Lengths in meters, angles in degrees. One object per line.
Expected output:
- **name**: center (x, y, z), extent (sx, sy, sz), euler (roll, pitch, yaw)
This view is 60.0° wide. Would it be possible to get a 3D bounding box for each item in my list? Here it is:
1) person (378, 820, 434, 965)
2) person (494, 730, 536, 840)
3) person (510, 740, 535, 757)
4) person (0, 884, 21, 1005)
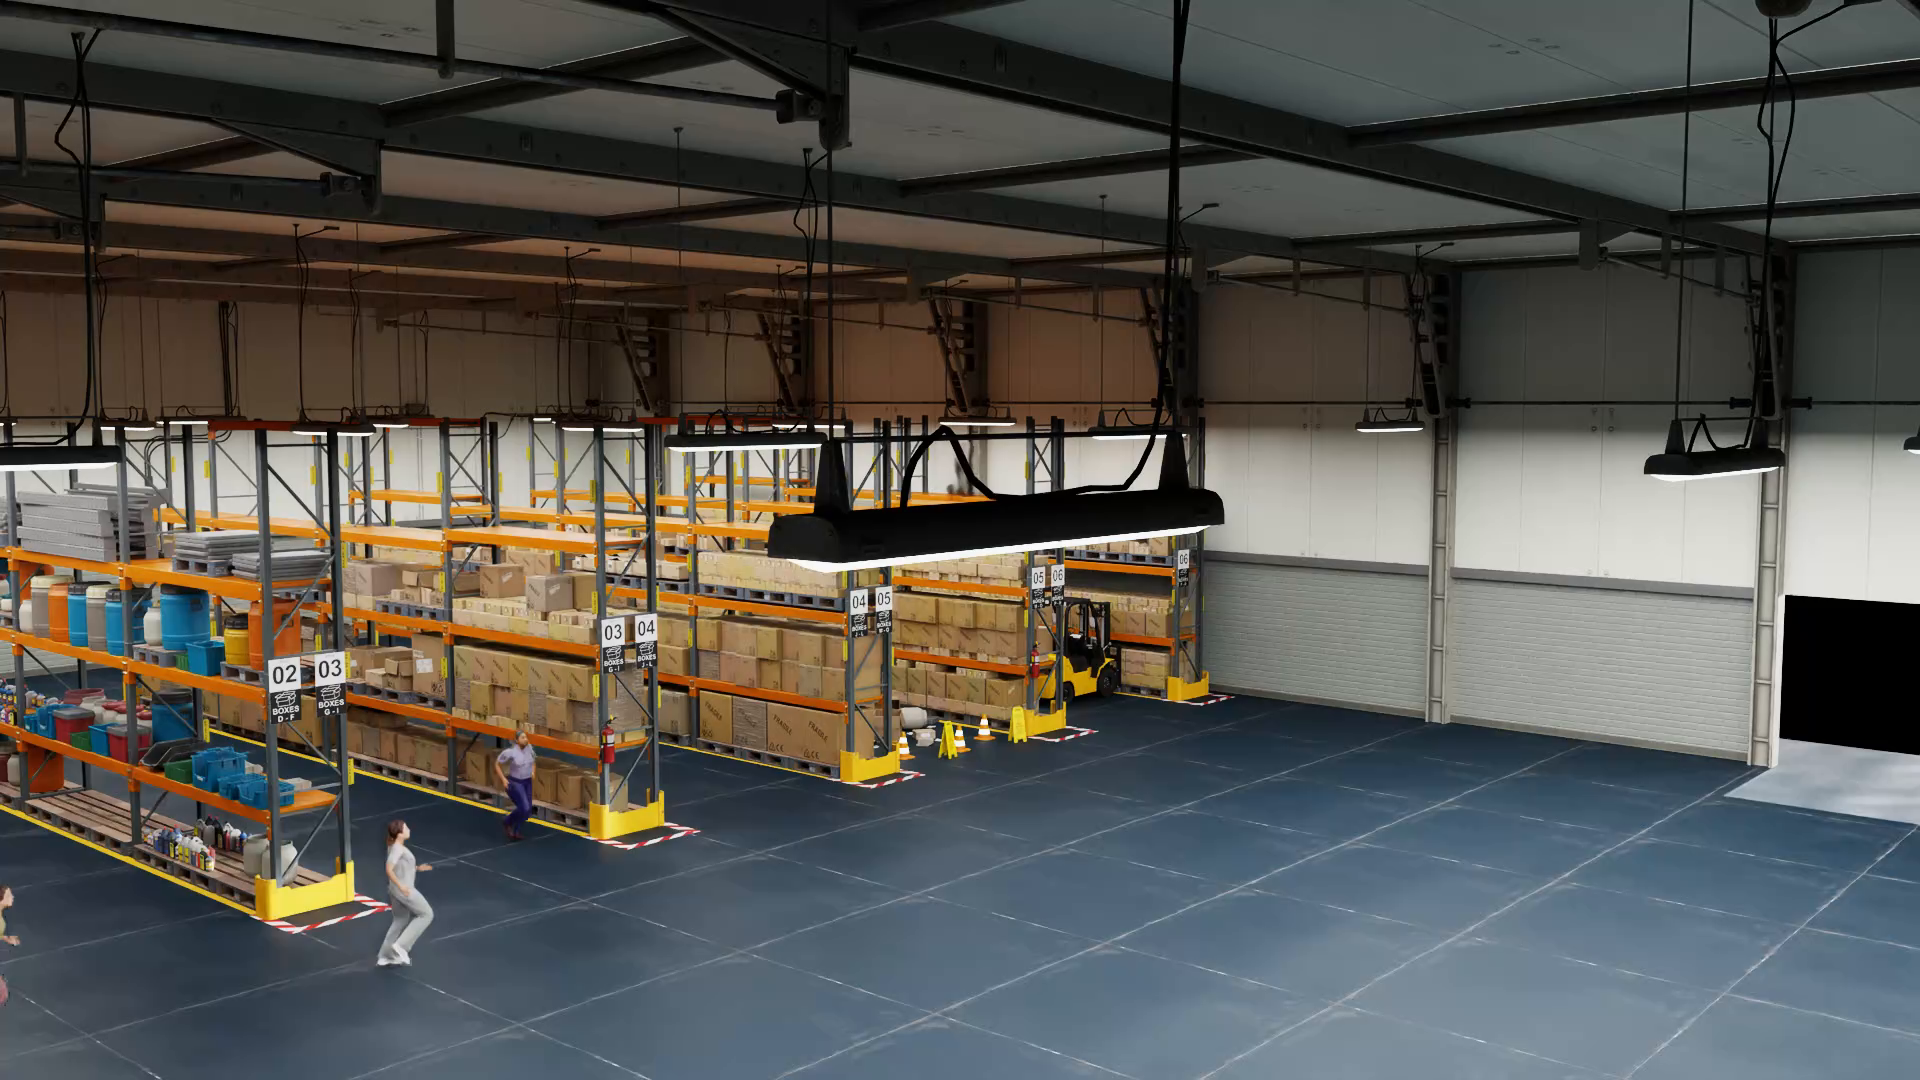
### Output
- **person**: center (-6.226, 3.943, 18.663), extent (0.636, 1.634, 0.544), euler (-3, 6, -33)
- **person**: center (-6.333, 3.539, 23.978), extent (0.528, 1.584, 0.599), euler (3, 5, 29)
- **person**: center (-7.865, 2.991, 29.766), extent (0.836, 1.772, 0.705), euler (4, 6, 41)
- **person**: center (-9.618, 4.193, 16.342), extent (0.686, 1.604, 0.572), euler (-3, 5, -29)
